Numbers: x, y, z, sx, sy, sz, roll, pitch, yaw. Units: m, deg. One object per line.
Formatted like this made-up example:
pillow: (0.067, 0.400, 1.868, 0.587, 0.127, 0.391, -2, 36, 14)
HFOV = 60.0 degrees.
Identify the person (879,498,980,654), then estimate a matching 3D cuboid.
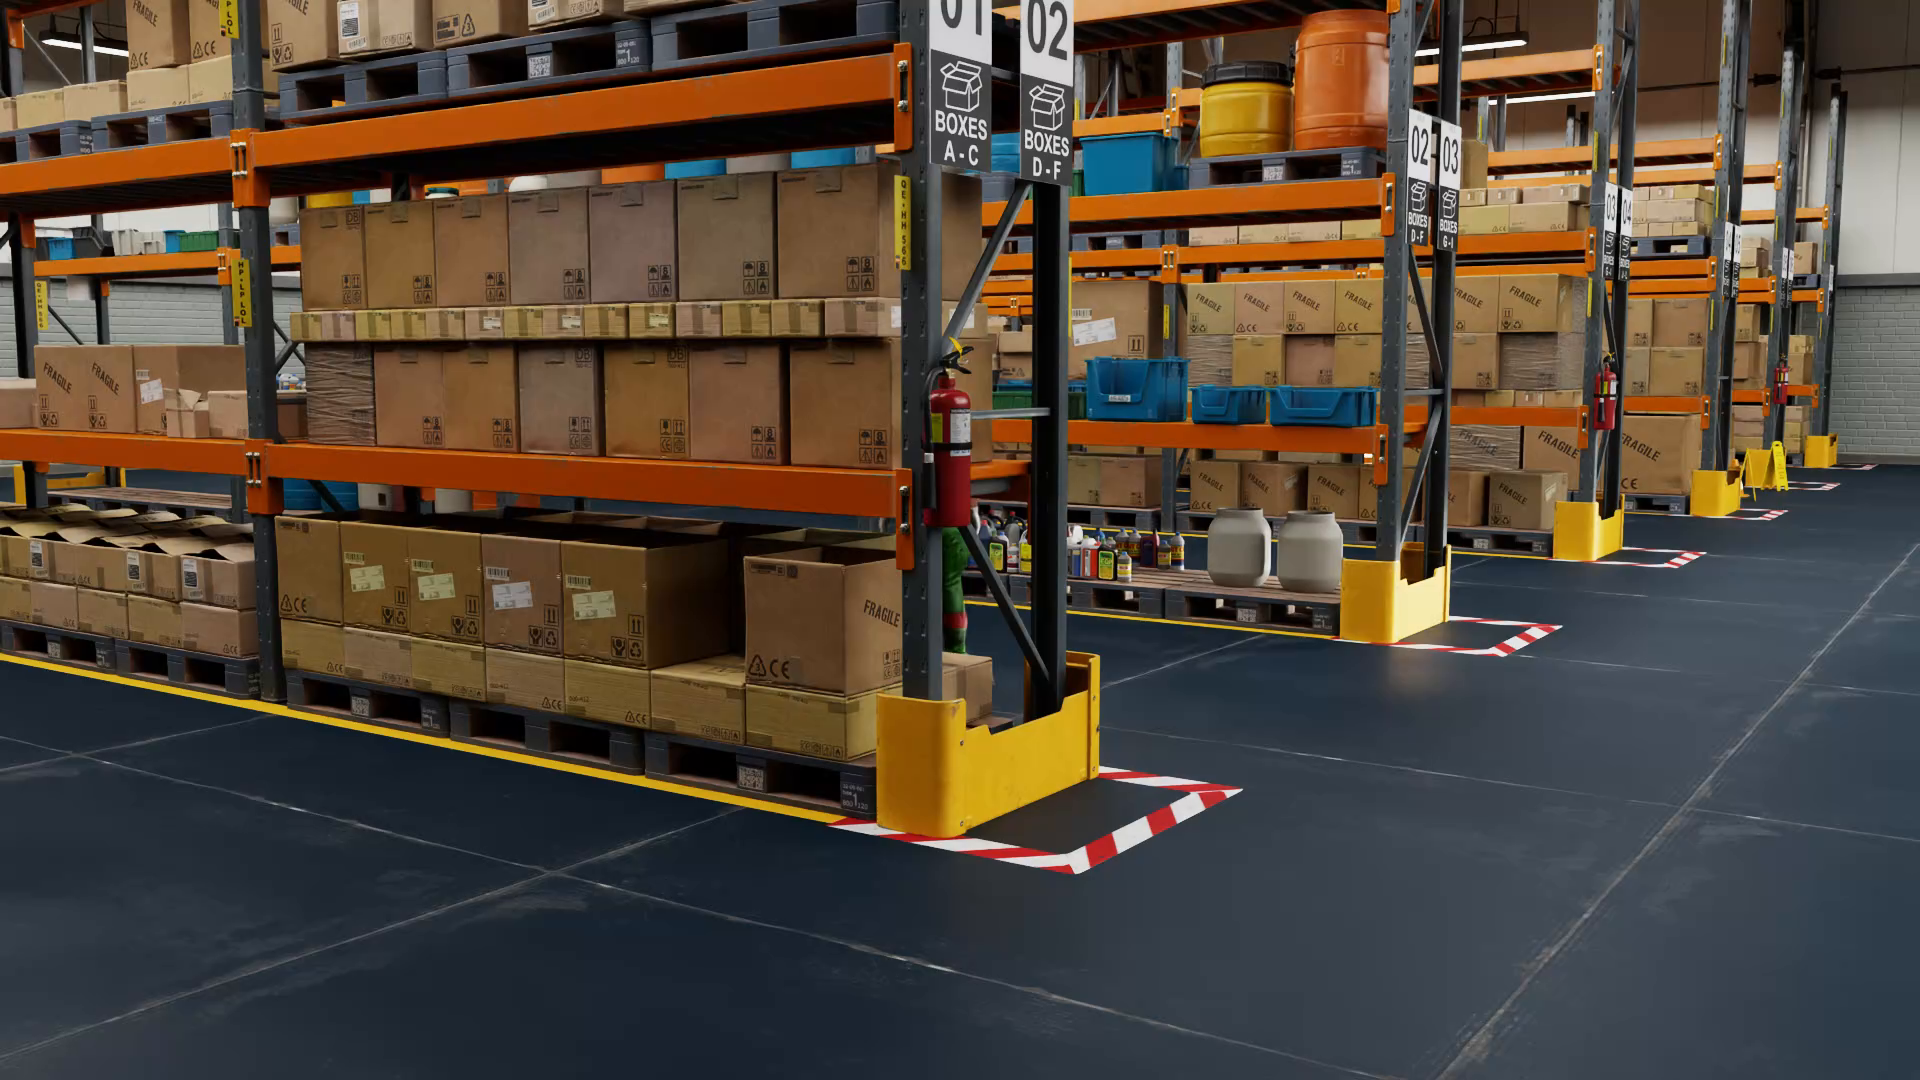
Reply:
person: (-0.175, -0.131, 8.886, 0.558, 1.815, 0.522, -1, 6, -14)
